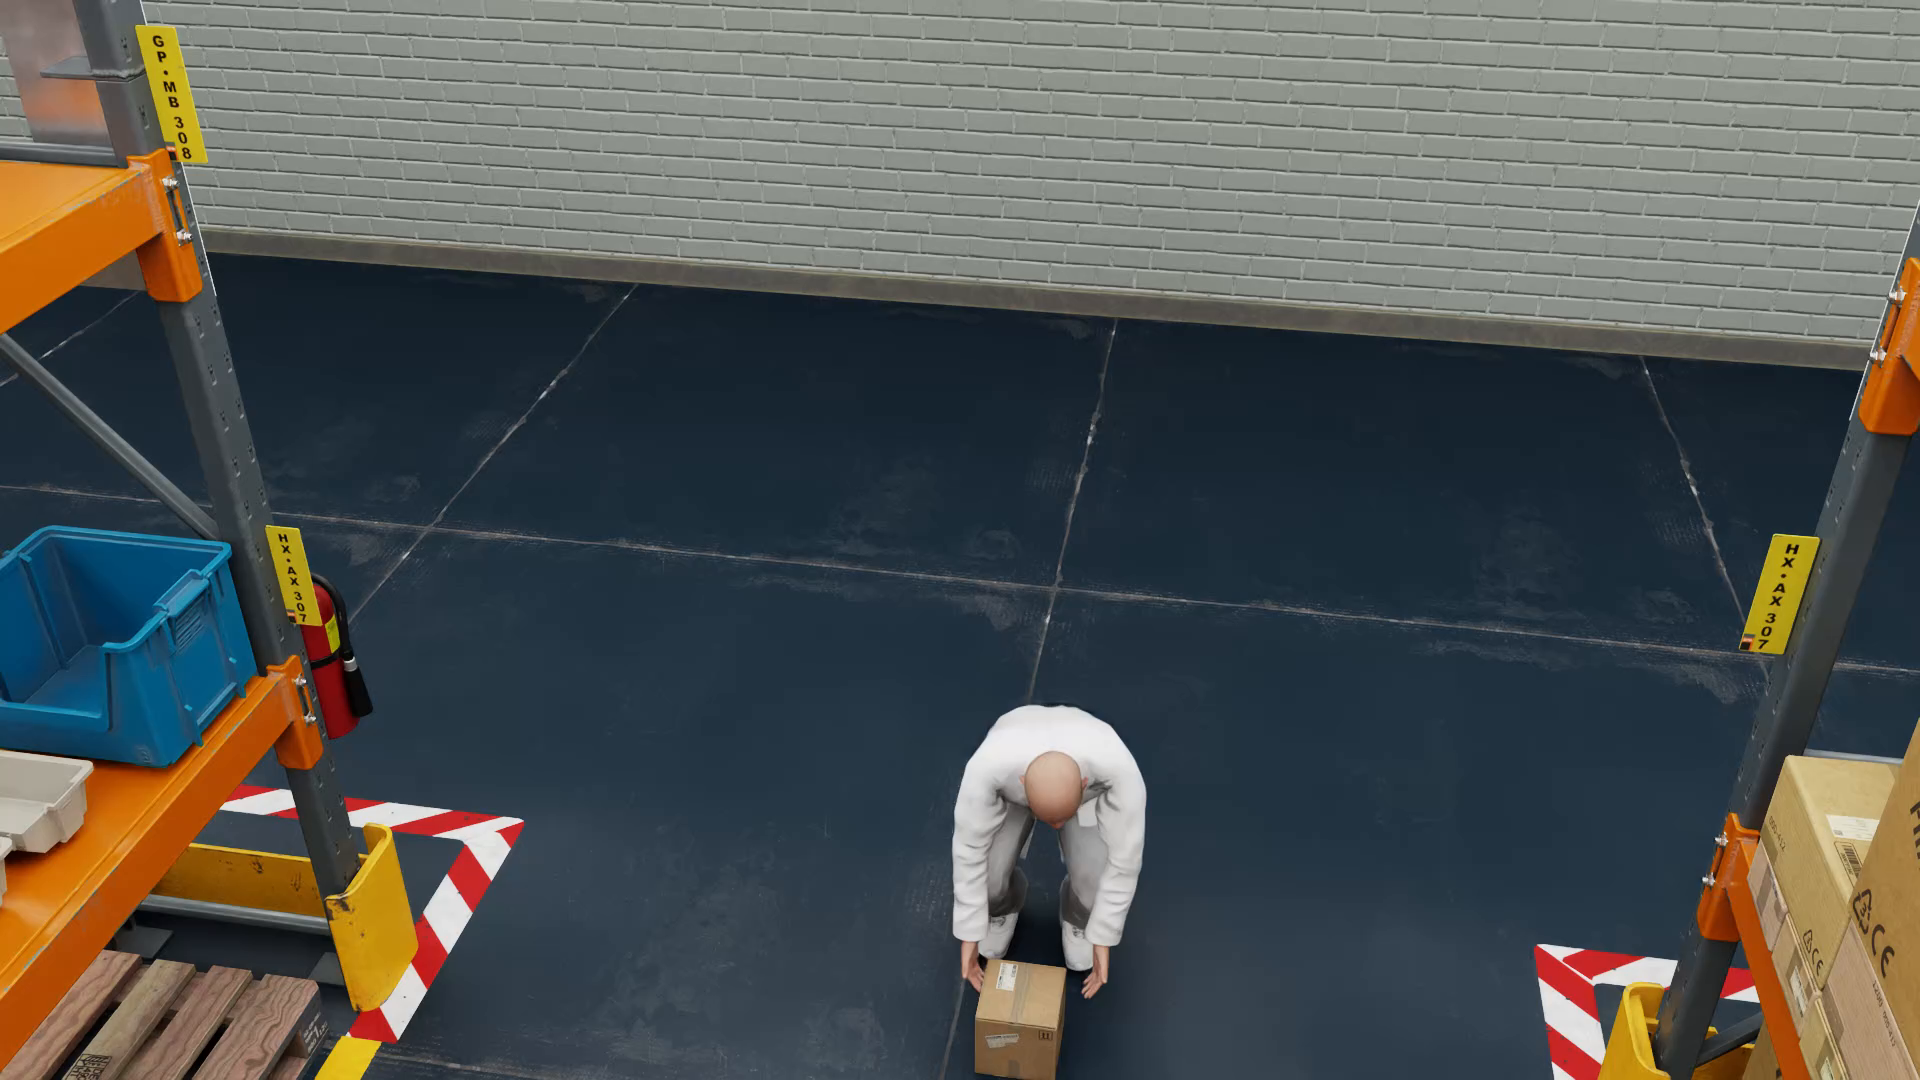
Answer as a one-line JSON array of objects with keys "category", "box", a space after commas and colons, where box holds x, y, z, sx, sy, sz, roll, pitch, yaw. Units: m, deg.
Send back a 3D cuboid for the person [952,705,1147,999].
[{"category": "person", "box": [0.283, 0.926, 5.309, 0.617, 1.099, 0.867, 5, 32, 8]}]
